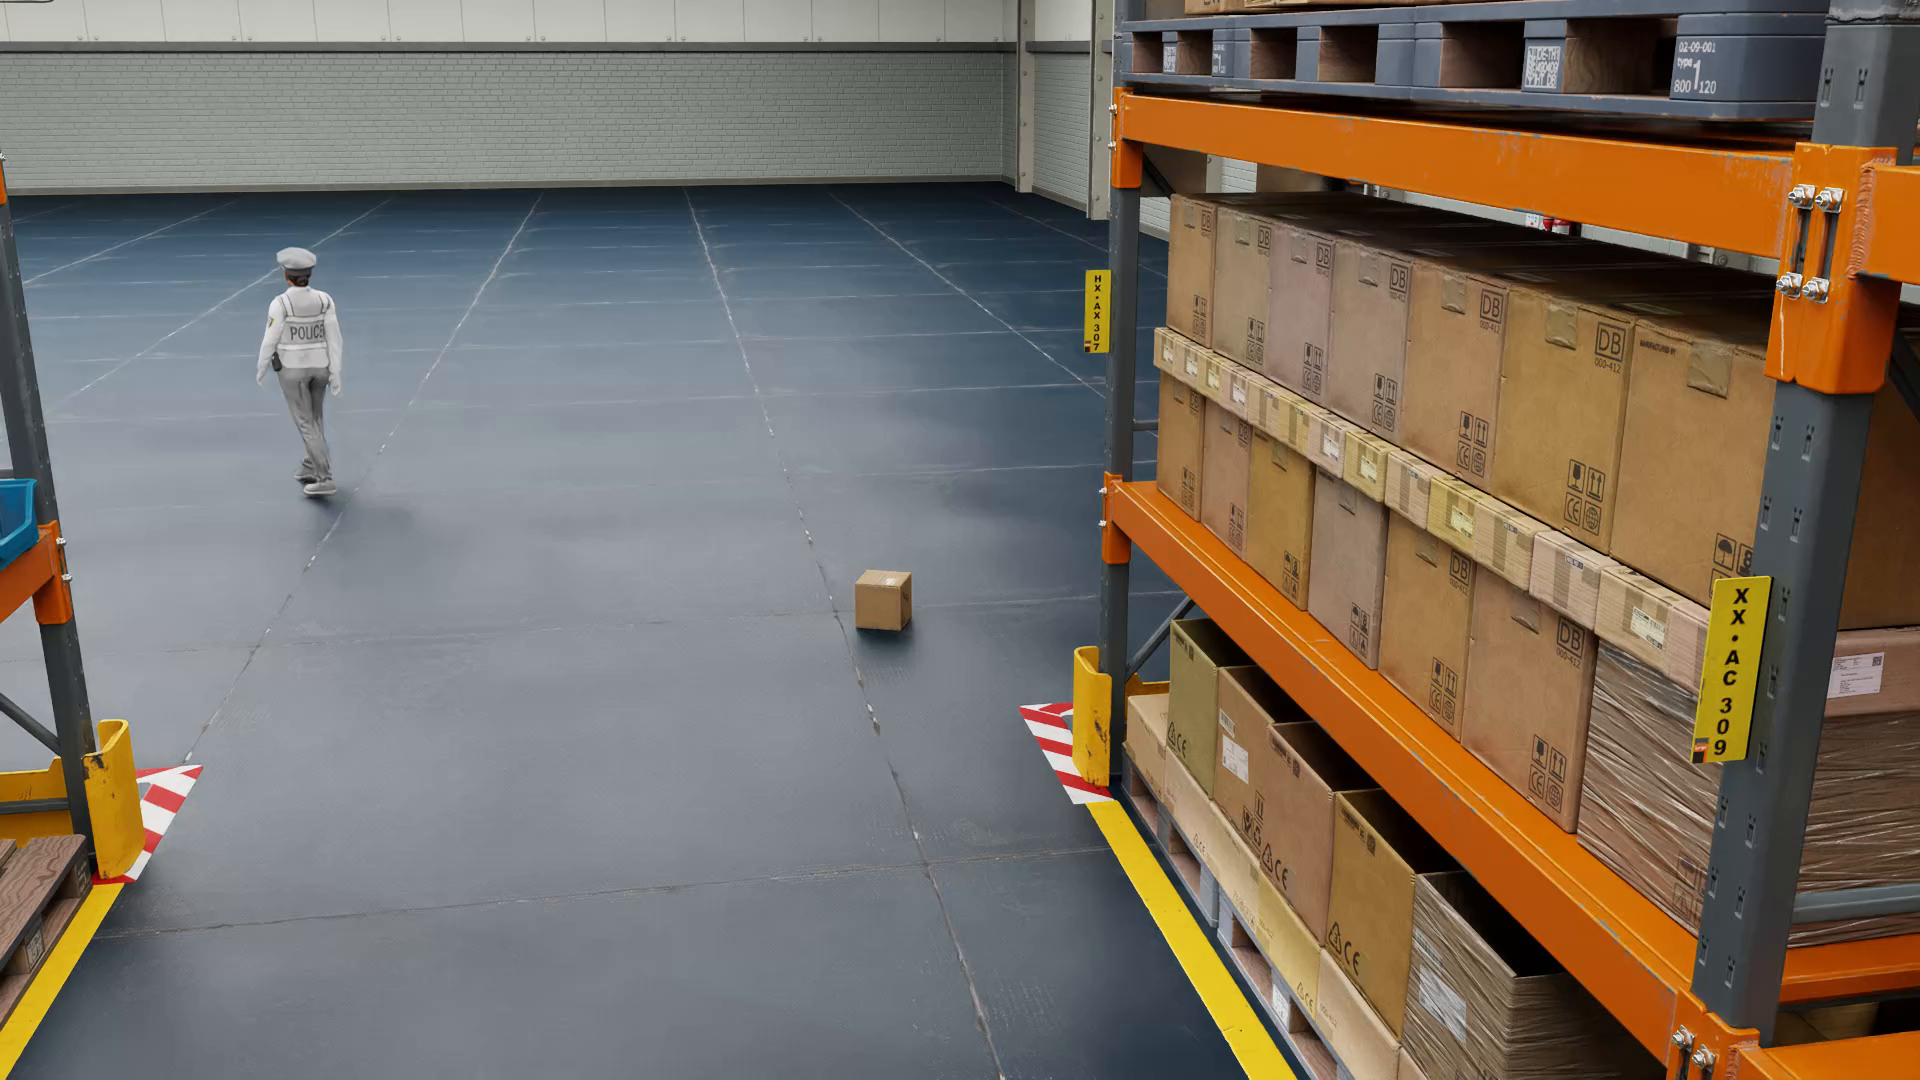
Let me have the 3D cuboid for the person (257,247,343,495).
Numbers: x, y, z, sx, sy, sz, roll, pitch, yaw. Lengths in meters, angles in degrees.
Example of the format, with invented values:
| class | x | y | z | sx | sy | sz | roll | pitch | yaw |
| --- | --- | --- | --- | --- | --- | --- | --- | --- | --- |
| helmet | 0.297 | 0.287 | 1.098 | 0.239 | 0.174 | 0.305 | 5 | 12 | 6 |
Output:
| class | x | y | z | sx | sy | sz | roll | pitch | yaw |
| --- | --- | --- | --- | --- | --- | --- | --- | --- | --- |
| person | -4.552 | -1.159 | 11.354 | 0.755 | 1.675 | 0.490 | 12 | 20 | 34 |
